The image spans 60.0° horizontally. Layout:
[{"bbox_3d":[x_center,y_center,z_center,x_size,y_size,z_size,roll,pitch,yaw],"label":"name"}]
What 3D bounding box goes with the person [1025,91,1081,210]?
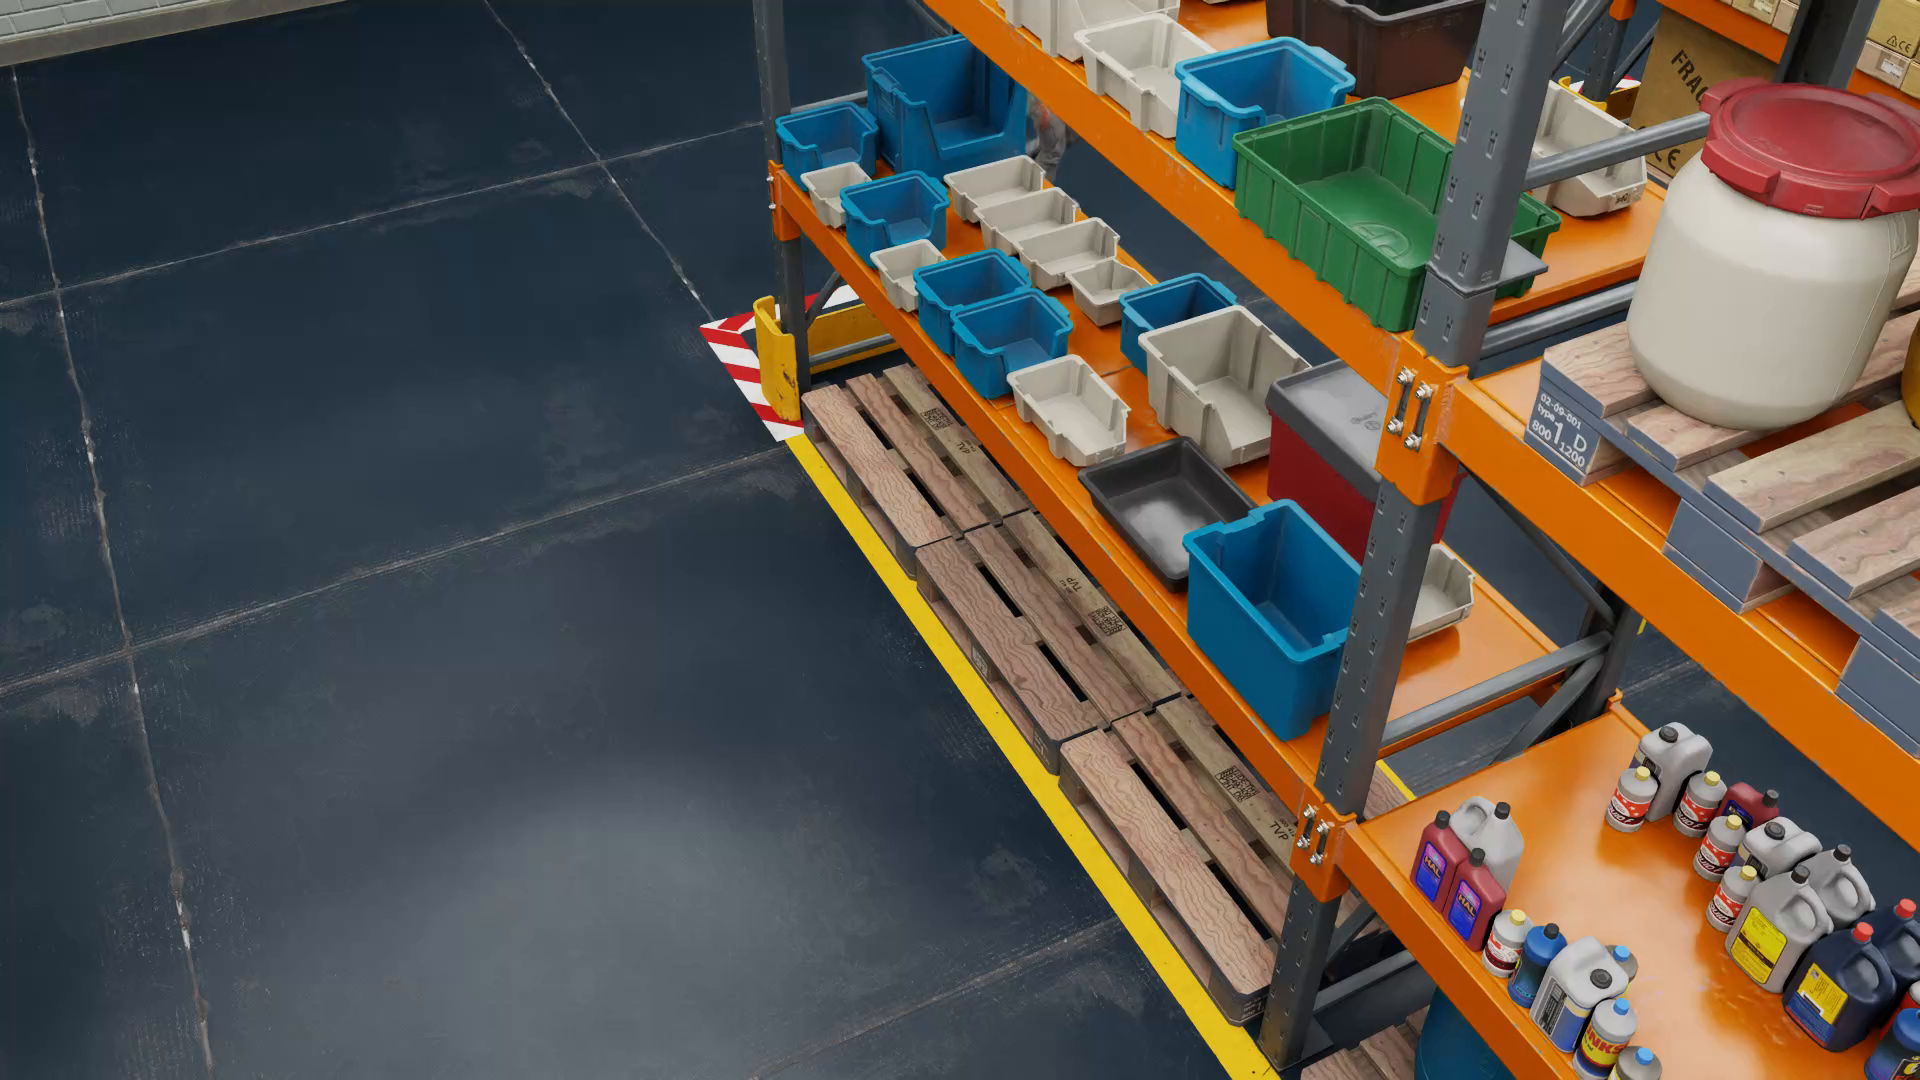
[{"bbox_3d":[0.430,-2.353,8.767,0.474,1.576,0.466,5,42,5],"label":"person"}]
